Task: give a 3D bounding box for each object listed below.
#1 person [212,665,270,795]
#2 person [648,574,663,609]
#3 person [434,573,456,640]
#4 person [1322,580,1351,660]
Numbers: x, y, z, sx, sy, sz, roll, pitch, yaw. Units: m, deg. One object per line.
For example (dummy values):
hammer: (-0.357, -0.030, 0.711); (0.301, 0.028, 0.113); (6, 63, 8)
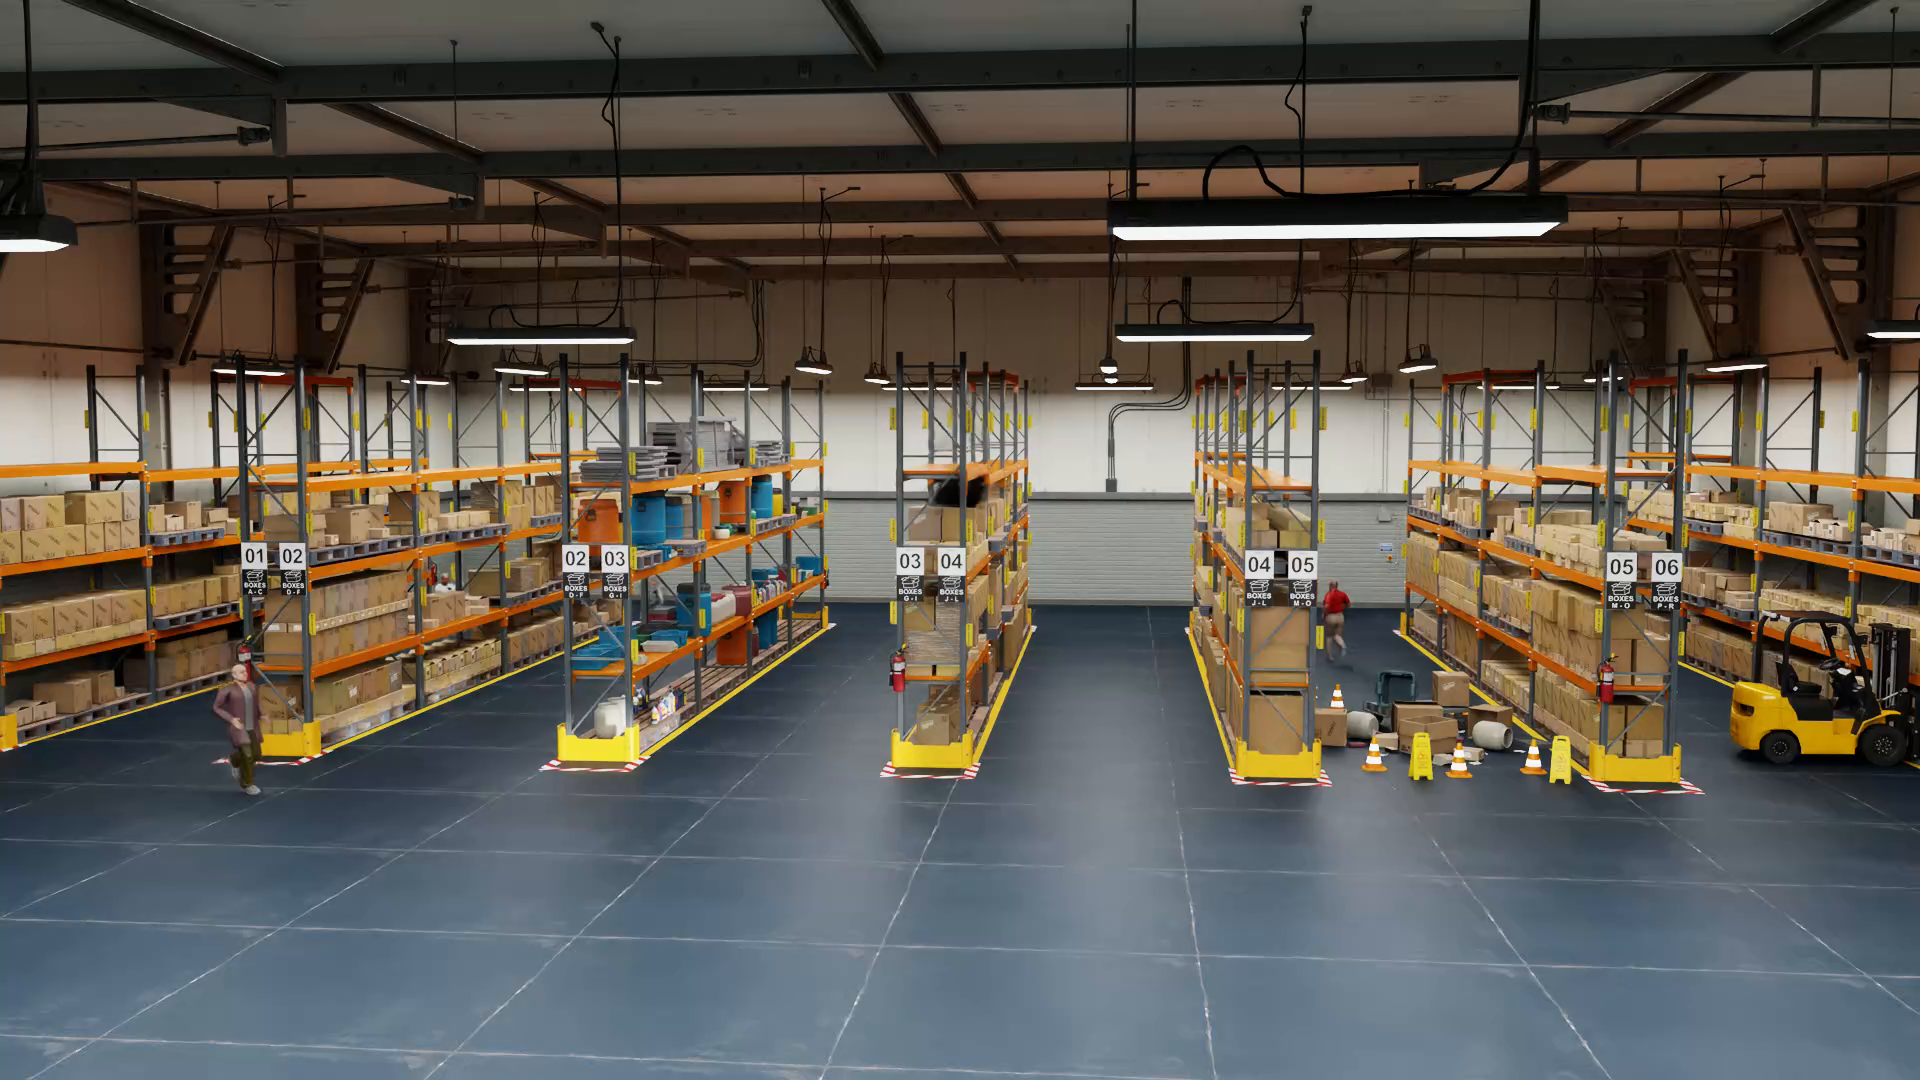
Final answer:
person: (-9.736, 2.549, 22.476); (0.720, 1.743, 0.712); (2, 5, 30)
person: (-7.769, 1.263, 41.762); (0.815, 1.593, 0.567); (4, 6, 44)
person: (-11.531, 1.541, 37.312); (0.603, 1.625, 0.640); (0, 4, -3)
person: (7.841, 1.698, 34.709); (0.656, 1.724, 0.770); (-1, 4, -17)
